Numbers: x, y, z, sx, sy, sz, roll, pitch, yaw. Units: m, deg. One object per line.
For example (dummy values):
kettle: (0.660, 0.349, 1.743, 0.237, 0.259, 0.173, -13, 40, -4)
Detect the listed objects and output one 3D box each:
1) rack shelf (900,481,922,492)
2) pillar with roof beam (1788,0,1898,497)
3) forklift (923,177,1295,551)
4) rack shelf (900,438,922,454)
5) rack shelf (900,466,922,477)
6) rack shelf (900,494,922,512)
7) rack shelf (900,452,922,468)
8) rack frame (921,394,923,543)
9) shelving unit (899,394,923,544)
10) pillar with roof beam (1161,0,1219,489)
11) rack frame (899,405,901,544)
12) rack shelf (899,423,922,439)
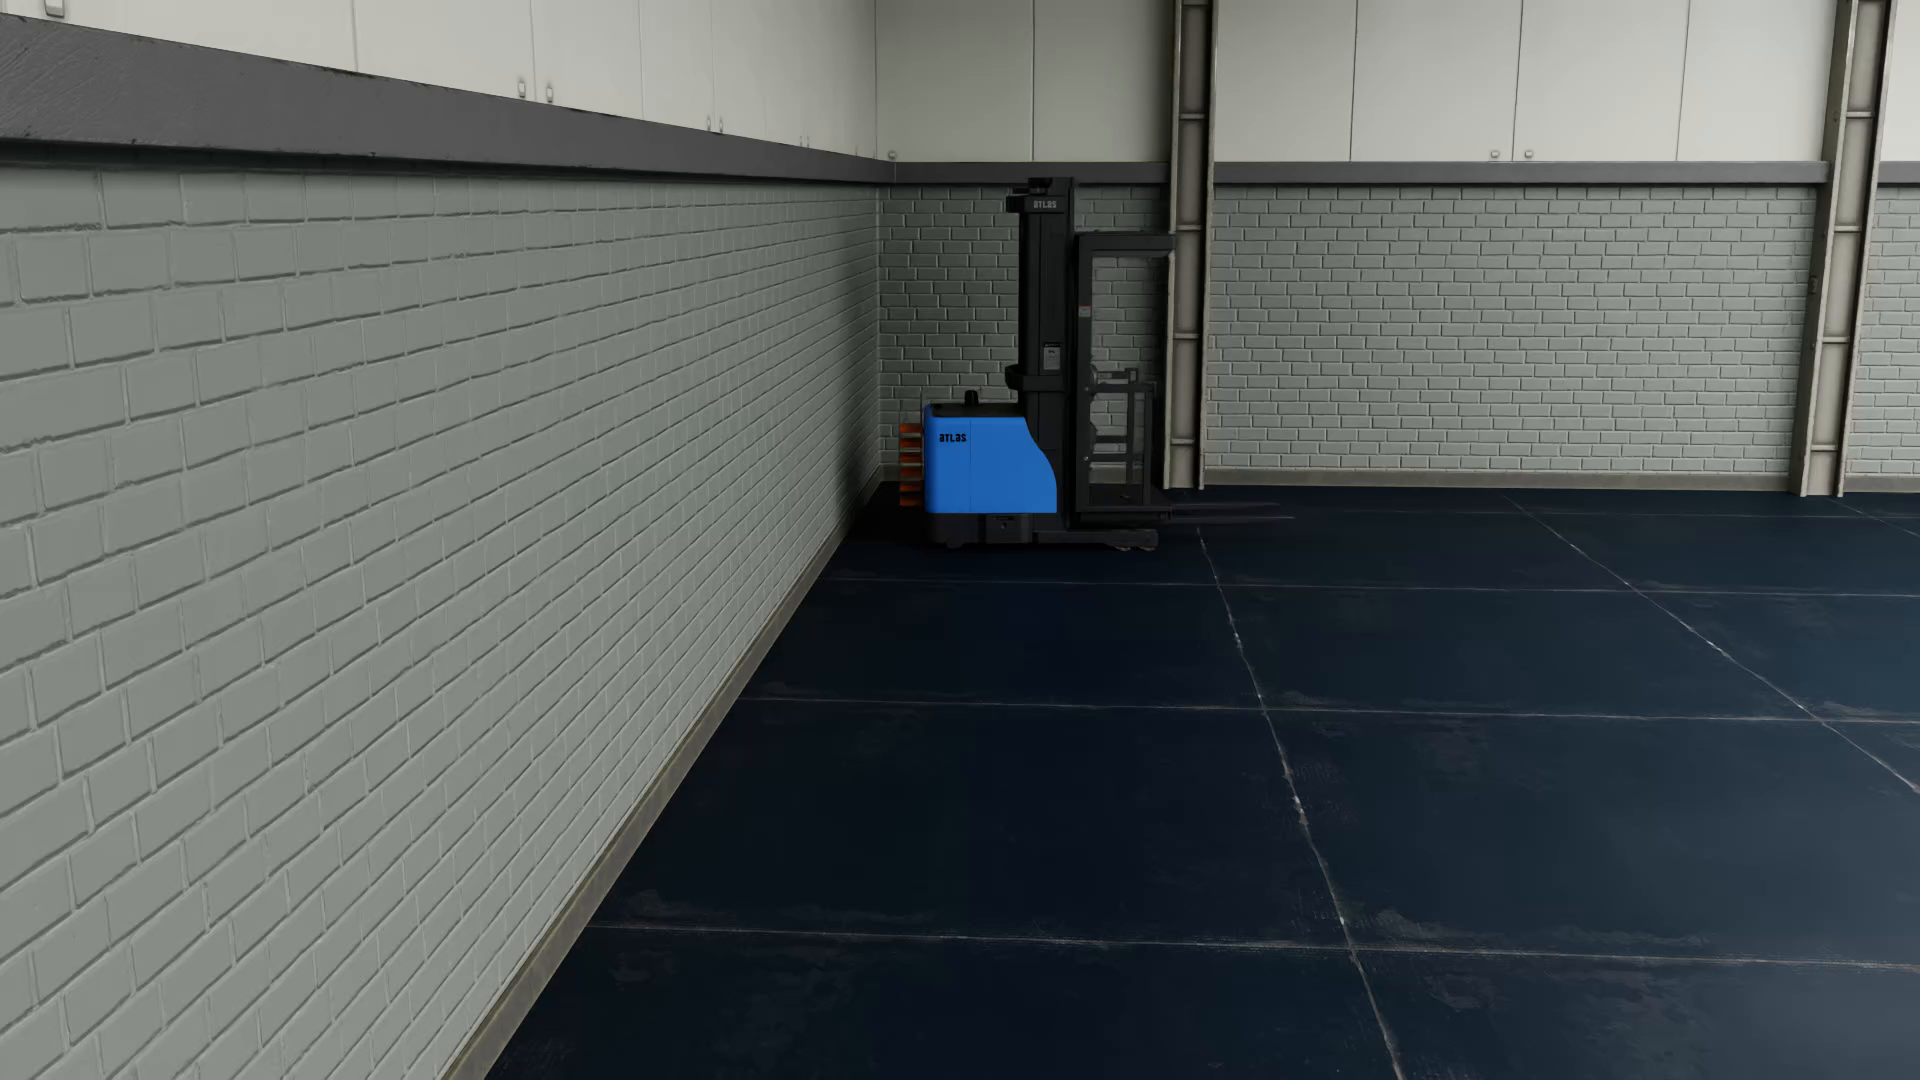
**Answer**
rack shelf: (-0.403, -0.423, 13.661, 0.180, 0.103, 0.258, 0, 12, -2)
pillar with roof beam: (7.875, -3.968, 10.757, 0.400, 9.000, 9.100, 1, 12, 4)
forklift: (1.208, -1.456, 13.569, 3.031, 2.935, 1.130, 0, 12, -2)
rack shelf: (-0.403, -0.775, 13.587, 0.180, 0.103, 0.258, 0, 12, -2)
rack shelf: (-0.403, -0.540, 13.636, 0.180, 0.103, 0.258, 0, 12, -2)
rack shelf: (-0.403, -0.305, 13.685, 0.180, 0.103, 0.258, 0, 12, -2)
rack shelf: (-0.403, -0.657, 13.611, 0.180, 0.103, 0.258, 0, 12, -2)
rack frame: (-0.312, -0.584, 13.630, 0.006, 1.200, 0.240, 0, 12, -2)
shelving unit: (-0.403, -0.583, 13.627, 0.189, 1.200, 0.258, 0, 12, -2)
pillar with roof beam: (1.888, -4.050, 11.149, 0.400, 9.000, 9.100, 1, 12, 4)
rack frame: (-0.495, -0.583, 13.624, 0.006, 1.200, 0.240, 0, 12, -2)
rack shelf: (-0.403, -0.892, 13.562, 0.180, 0.103, 0.258, 0, 12, -2)
